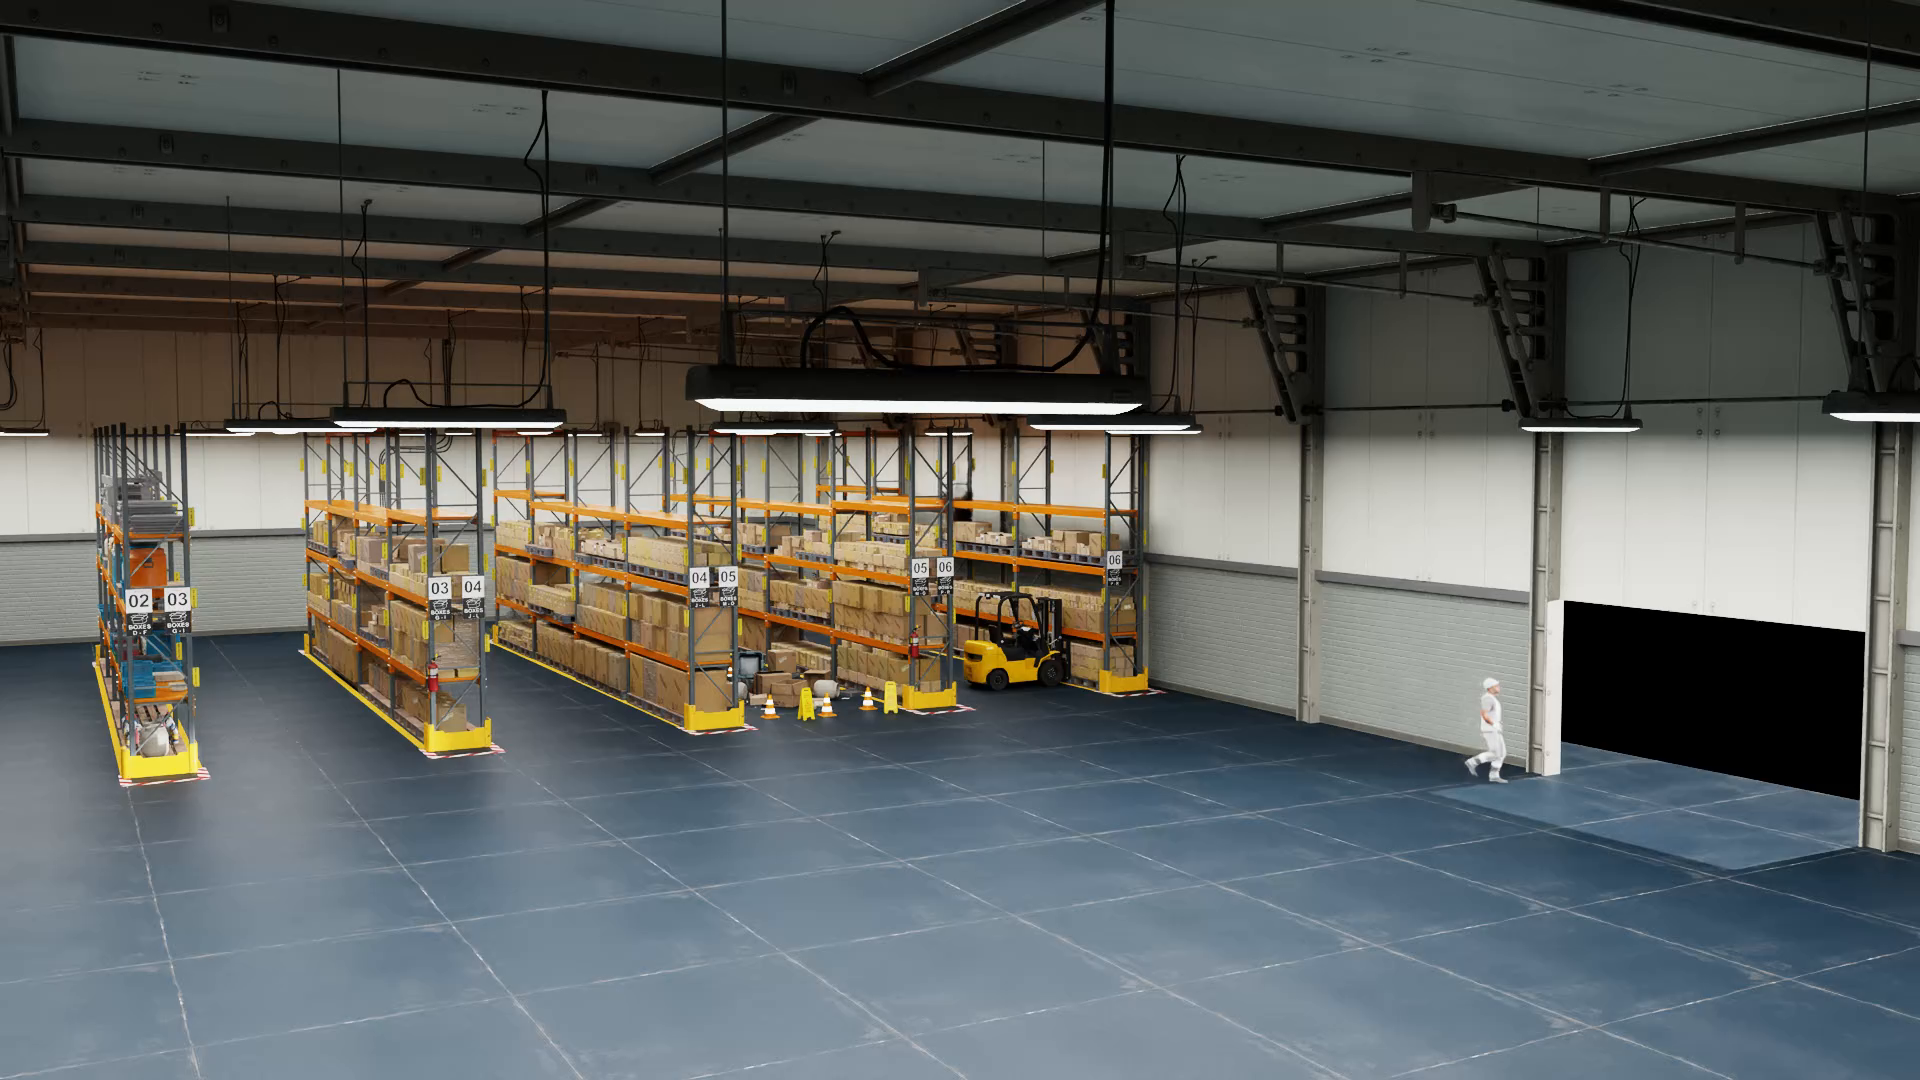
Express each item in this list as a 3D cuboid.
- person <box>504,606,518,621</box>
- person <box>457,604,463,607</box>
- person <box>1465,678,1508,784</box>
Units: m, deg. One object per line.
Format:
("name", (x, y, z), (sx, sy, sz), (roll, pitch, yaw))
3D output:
("person", (-12.974, 1.939, 48.351), (0.492, 1.728, 0.750), (0, 3, -1))
("person", (-13.763, 2.189, 45.428), (0.558, 1.599, 0.823), (-1, 4, -15))
("person", (8.795, 3.172, 27.734), (0.694, 1.755, 0.664), (1, 4, 22))
